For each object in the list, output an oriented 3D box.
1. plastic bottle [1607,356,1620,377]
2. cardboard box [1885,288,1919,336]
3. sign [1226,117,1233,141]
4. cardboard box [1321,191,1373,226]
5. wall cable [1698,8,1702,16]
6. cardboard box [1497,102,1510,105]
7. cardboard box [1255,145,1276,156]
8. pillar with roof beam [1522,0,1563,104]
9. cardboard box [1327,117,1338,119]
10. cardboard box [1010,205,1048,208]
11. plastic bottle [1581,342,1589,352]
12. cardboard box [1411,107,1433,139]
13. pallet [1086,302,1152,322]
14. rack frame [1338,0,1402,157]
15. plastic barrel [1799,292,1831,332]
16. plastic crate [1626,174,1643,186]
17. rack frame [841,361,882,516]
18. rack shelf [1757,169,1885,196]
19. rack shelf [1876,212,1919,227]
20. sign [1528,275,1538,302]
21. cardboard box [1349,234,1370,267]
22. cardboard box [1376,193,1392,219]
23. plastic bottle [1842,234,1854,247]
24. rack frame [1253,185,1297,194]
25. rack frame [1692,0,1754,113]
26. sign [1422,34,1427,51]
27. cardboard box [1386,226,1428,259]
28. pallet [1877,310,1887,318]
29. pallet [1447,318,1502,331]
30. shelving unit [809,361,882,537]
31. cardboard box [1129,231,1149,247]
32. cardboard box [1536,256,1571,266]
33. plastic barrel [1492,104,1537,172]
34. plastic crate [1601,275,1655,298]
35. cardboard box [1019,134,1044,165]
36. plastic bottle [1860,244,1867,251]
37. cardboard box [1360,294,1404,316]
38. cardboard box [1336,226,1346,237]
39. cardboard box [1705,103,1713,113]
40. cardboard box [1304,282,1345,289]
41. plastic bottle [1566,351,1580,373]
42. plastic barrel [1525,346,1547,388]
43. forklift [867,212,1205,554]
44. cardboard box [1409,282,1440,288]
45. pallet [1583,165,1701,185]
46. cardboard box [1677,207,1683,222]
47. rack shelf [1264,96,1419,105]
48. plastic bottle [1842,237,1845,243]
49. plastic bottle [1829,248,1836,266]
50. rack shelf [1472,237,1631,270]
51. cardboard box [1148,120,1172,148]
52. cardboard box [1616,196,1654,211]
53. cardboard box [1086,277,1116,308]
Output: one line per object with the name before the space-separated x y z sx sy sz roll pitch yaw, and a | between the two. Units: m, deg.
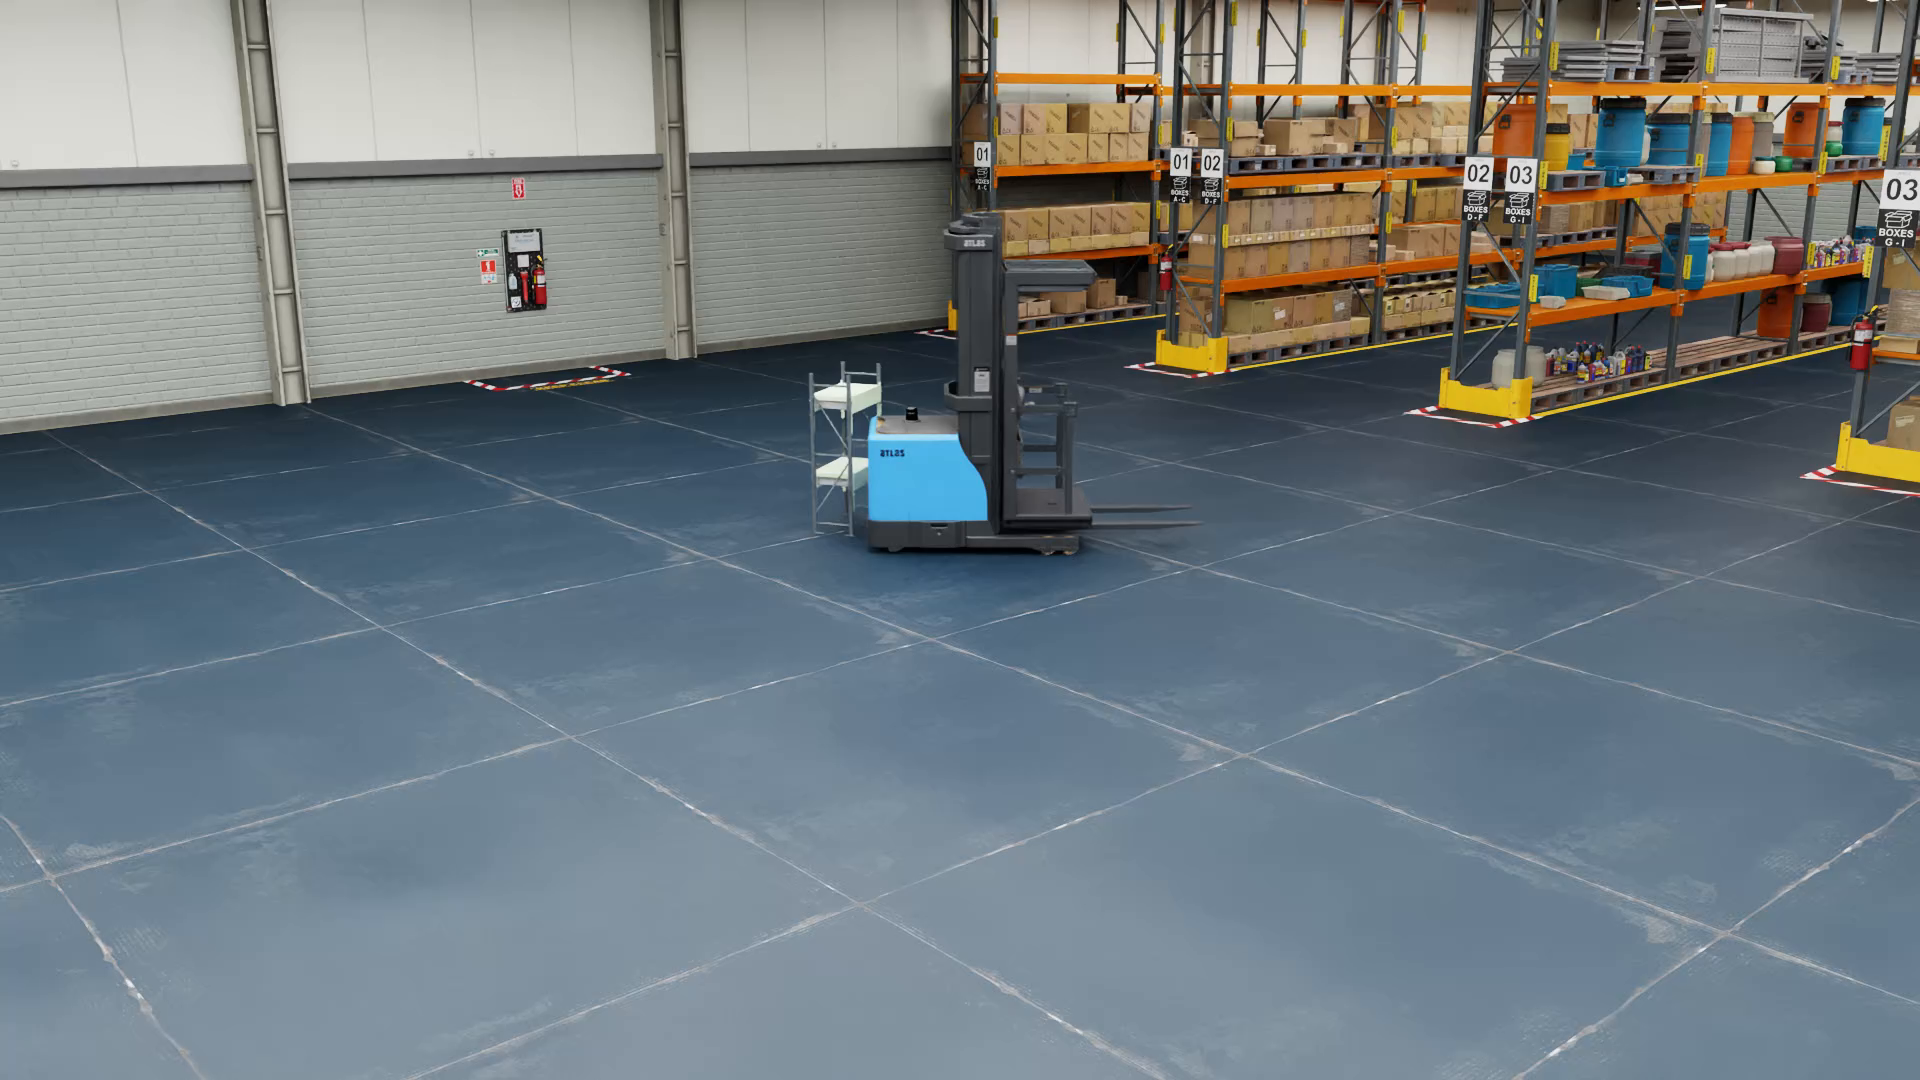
plastic bottle | 8.939 -2.384 22.789 0.135 0.276 0.152 -12 19 -38
cardboard box | 10.416 -2.405 17.670 0.500 0.500 0.875 -13 19 -39
sign | 3.843 -5.855 23.697 0.005 0.325 0.100 -13 19 -39
cardboard box | 6.170 -5.330 26.685 0.500 0.500 0.700 -13 19 -39
wall cable | 18.576 -11.928 38.700 0.112 2.526 3.097 -13 19 -39
cardboard box | 11.926 -9.541 37.176 0.500 0.500 0.500 -13 20 -40
cardboard box | 4.487 -5.817 24.806 0.250 0.149 0.380 -13 19 -39
pillar with roof beam | 16.594 -10.414 36.801 0.548 9.000 9.100 -13 19 -39
cardboard box | 7.383 -8.368 33.905 0.500 0.500 0.700 -11 19 -37
cardboard box | 1.218 -5.610 29.240 0.500 0.500 0.500 -13 20 -41
plastic bottle | 8.868 -2.644 23.615 0.185 0.351 0.144 -12 19 -38
cardboard box | 7.407 -6.871 27.374 0.500 0.500 0.500 -10 18 -34
pallet | 2.763 -4.228 30.668 1.213 0.211 1.003 -13 19 -39
rack frame | 6.501 -7.630 26.378 0.127 3.000 1.000 -13 19 -39
plastic barrel | 13.977 -3.760 27.372 0.708 0.588 0.600 -13 19 -39
plastic crate | 8.804 -4.738 21.874 0.396 0.136 0.243 -13 19 -39
rack frame | -0.935 -0.952 15.907 0.400 1.500 0.023 5 16 19
rack shelf | 14.276 -5.885 27.050 4.000 0.370 1.077 -13 19 -39
rack shelf | 11.492 -3.565 18.367 4.000 0.370 1.077 -13 19 -39
sign | 7.090 -3.115 20.563 0.005 0.325 0.100 -13 19 -39
cardboard box | 6.170 -4.704 26.853 0.500 0.500 0.700 -13 20 -41
cardboard box | 8.720 -7.037 34.972 0.500 0.500 0.500 -12 19 -39
plastic bottle | 15.276 -5.095 28.607 0.185 0.351 0.144 -13 19 -39
rack frame | 6.264 -6.373 33.297 0.127 3.000 1.000 -13 19 -39
rack frame | 15.553 -9.663 33.988 0.127 3.000 1.000 -13 19 -39
sign | 9.647 -10.335 34.541 0.005 0.325 0.100 -13 19 -39
cardboard box | 7.488 -4.996 27.948 0.500 0.500 0.500 -11 18 -35
pallet | 16.314 -3.907 29.467 1.213 0.211 1.003 -13 19 -39
pallet | 8.872 -3.930 29.555 1.213 0.211 1.003 -13 19 -39
shelving unit | -1.056 -0.863 15.573 0.431 1.500 0.755 5 16 19
cardboard box | 3.088 -5.493 30.255 0.500 0.250 0.500 -13 19 -39
cardboard box | 11.257 -5.250 31.631 0.500 0.250 0.500 -13 19 -39
plastic barrel | 7.015 -5.056 20.907 0.708 0.830 0.600 -13 19 -39
plastic crate | 9.093 -3.455 22.659 0.616 0.251 0.499 -13 19 -39
cardboard box | 1.074 -6.617 28.165 0.500 0.500 0.500 -11 19 -36
plastic bottle | 14.942 -4.762 27.507 0.135 0.276 0.152 -13 19 -39
cardboard box | 6.976 -3.899 27.461 0.500 0.311 0.500 -13 19 -39
cardboard box | 5.855 -4.875 26.236 0.250 0.149 0.380 -13 20 -39
cardboard box | 14.744 -8.587 33.640 0.500 0.500 0.700 -13 19 -39
cardboard box | 5.946 -3.951 27.290 0.500 0.500 0.500 -13 19 -39
plastic bottle | 8.521 -2.479 23.143 0.135 0.276 0.152 -13 19 -39
plastic barrel | 7.557 -2.301 22.060 0.421 0.512 0.421 0 15 0
forklift | 0.681 -1.426 14.907 3.031 2.935 1.130 0 15 -1
cardboard box | 8.154 -4.347 29.138 0.500 0.311 0.500 -13 20 -41
pallet | 9.269 -4.983 22.648 1.003 0.211 1.213 -13 19 -39
cardboard box | 14.245 -6.427 33.303 0.500 0.500 0.500 -13 20 -40
rack shelf | 7.773 -9.069 33.935 4.000 0.370 1.077 -13 19 -39
plastic bottle | 15.228 -5.087 28.706 0.133 0.283 0.061 -13 19 -39
plastic bottle | 13.960 -4.530 26.622 0.133 0.283 0.061 -13 19 -39
rack shelf | 11.027 -5.401 31.050 4.000 0.370 1.077 -13 19 -39
cardboard box | 3.711 -7.473 30.594 0.500 0.500 0.500 -9 18 -32
cardboard box | 13.076 -6.643 32.177 0.500 0.500 0.500 -12 19 -38
cardboard box | 2.490 -4.517 30.338 0.500 0.500 0.500 14 21 43
